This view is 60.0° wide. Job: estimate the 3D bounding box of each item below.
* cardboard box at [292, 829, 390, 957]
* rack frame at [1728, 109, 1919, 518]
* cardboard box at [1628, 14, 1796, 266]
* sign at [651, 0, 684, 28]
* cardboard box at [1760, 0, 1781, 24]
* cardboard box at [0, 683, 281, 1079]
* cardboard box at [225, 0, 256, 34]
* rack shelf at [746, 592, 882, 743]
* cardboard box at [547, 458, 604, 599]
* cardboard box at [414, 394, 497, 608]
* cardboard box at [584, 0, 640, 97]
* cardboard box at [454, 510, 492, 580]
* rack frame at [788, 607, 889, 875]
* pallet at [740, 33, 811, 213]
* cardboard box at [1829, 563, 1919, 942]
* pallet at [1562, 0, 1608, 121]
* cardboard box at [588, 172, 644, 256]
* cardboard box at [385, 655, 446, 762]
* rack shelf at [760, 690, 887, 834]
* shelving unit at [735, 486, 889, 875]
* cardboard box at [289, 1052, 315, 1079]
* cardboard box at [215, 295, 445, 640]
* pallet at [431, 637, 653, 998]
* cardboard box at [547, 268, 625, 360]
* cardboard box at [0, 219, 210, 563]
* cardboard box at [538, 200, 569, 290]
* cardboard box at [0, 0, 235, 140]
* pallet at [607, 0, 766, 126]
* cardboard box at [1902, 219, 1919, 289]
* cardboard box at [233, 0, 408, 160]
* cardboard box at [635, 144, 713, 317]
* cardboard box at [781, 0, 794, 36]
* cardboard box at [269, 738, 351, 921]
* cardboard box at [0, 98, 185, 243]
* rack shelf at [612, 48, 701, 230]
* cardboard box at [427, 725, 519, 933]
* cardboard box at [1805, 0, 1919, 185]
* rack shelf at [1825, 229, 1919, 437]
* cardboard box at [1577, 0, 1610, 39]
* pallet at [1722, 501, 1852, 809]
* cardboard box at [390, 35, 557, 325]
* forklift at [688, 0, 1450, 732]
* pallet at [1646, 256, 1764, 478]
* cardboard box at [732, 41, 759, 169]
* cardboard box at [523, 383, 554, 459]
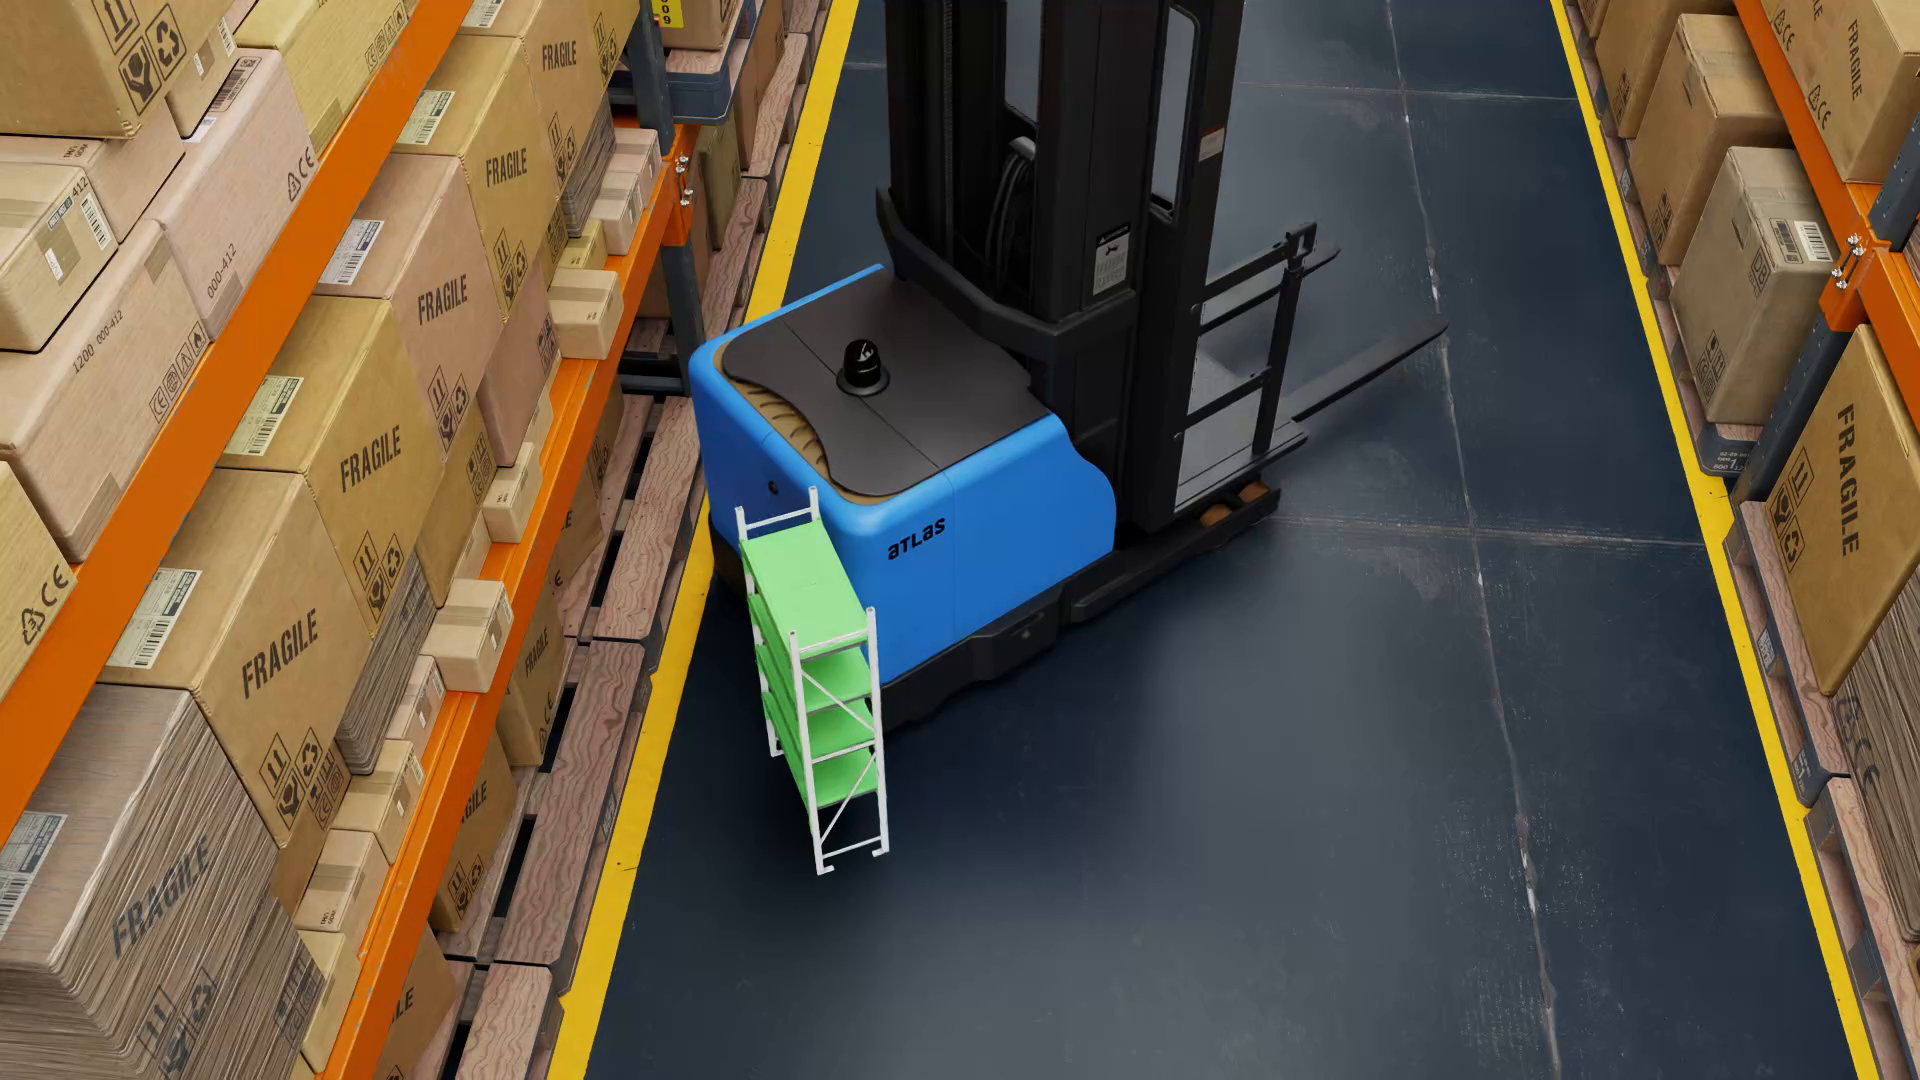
[{"bbox_3d":[-1.502,0.776,3.678,0.380,0.149,0.250,4,48,4],"label":"cardboard box"},{"bbox_3d":[3.448,-1.097,5.221,1.000,3.000,0.127,4,48,4],"label":"rack frame"},{"bbox_3d":[3.507,-1.650,6.967,1.050,0.750,0.750,4,48,4],"label":"cardboard box"},{"bbox_3d":[-0.941,-1.766,5.246,0.100,0.325,0.005,4,48,4],"label":"sign"},{"bbox_3d":[3.321,-2.275,6.230,0.500,0.500,0.500,4,48,4],"label":"cardboard box"},{"bbox_3d":[-1.525,0.577,2.742,0.500,0.500,0.500,4,48,4],"label":"cardboard box"},{"bbox_3d":[-1.463,-0.988,2.920,0.380,0.149,0.250,3,48,3],"label":"cardboard box"},{"bbox_3d":[-0.432,0.335,4.892,0.258,0.148,0.480,-16,50,-15],"label":"rack shelf"},{"bbox_3d":[-1.603,-0.090,5.709,0.500,0.500,0.500,18,50,16],"label":"cardboard box"},{"bbox_3d":[-1.697,-0.209,4.139,0.875,0.500,0.500,4,48,4],"label":"cardboard box"},{"bbox_3d":[-1.249,-1.627,4.759,0.500,0.500,0.500,4,48,4],"label":"cardboard box"},{"bbox_3d":[-1.459,0.038,4.353,0.380,0.149,0.250,4,48,4],"label":"cardboard box"},{"bbox_3d":[-0.342,0.621,4.869,0.240,1.200,0.015,-16,50,-15],"label":"rack frame"},{"bbox_3d":[-1.304,-2.035,7.968,1.003,0.211,1.213,4,48,4],"label":"pallet"},{"bbox_3d":[3.243,0.599,4.825,0.875,0.875,0.875,4,48,4],"label":"cardboard box"},{"bbox_3d":[3.666,-2.521,8.413,1.003,0.211,1.213,4,48,4],"label":"pallet"},{"bbox_3d":[-1.241,-1.059,5.356,0.380,0.149,0.250,4,48,4],"label":"cardboard box"},{"bbox_3d":[-1.476,0.407,4.015,0.380,0.149,0.250,4,48,4],"label":"cardboard box"},{"bbox_3d":[-0.432,0.659,5.246,0.258,0.148,0.480,-16,50,-15],"label":"rack shelf"},{"bbox_3d":[-0.432,0.454,5.022,0.258,1.200,0.503,-16,50,-15],"label":"shelving unit"},{"bbox_3d":[-1.541,1.144,3.342,0.380,0.149,0.250,4,48,4],"label":"cardboard box"},{"bbox_3d":[-1.428,-0.157,3.414,0.500,0.500,0.500,4,48,4],"label":"cardboard box"},{"bbox_3d":[-1.617,0.831,5.347,1.003,0.211,1.213,4,48,4],"label":"pallet"},{"bbox_3d":[-1.236,-0.688,5.017,0.380,0.149,0.250,4,48,4],"label":"cardboard box"},{"bbox_3d":[-1.505,-0.243,2.509,0.500,0.250,0.500,3,48,3],"label":"cardboard box"},{"bbox_3d":[-1.665,-0.947,4.814,0.875,0.500,0.500,4,48,4],"label":"cardboard box"},{"bbox_3d":[-1.442,-0.953,2.448,0.500,0.500,0.500,4,48,3],"label":"cardboard box"},{"bbox_3d":[-1.268,-1.992,6.169,1.003,0.211,1.213,4,48,4],"label":"pallet"},{"bbox_3d":[3.426,-0.876,4.916,0.875,0.550,0.550,4,48,4],"label":"cardboard box"},{"bbox_3d":[-1.413,-0.990,3.191,0.500,0.250,0.500,5,48,5],"label":"cardboard box"},{"bbox_3d":[-1.405,-1.259,6.765,0.700,0.500,0.500,1,48,1],"label":"cardboard box"},{"bbox_3d":[-1.197,-2.847,8.217,0.700,0.500,0.500,0,48,0],"label":"cardboard box"},{"bbox_3d":[-1.843,0.523,3.470,0.875,0.500,0.500,4,48,4],"label":"cardboard box"},{"bbox_3d":[-1.449,-0.600,2.565,0.380,0.149,0.250,4,48,3],"label":"cardboard box"},{"bbox_3d":[-1.300,-2.732,7.203,1.077,0.370,4.000,4,48,4],"label":"rack shelf"},{"bbox_3d":[-1.677,0.778,4.915,0.500,0.500,0.500,8,48,7],"label":"cardboard box"},{"bbox_3d":[3.229,-1.532,5.551,0.500,0.500,0.500,4,48,3],"label":"cardboard box"},{"bbox_3d":[3.266,0.616,4.142,1.077,0.370,4.000,4,48,4],"label":"rack shelf"},{"bbox_3d":[3.667,-2.977,8.180,1.050,0.750,0.750,3,48,3],"label":"cardboard box"},{"bbox_3d":[3.301,0.398,5.743,1.003,0.211,1.213,4,48,4],"label":"pallet"},{"bbox_3d":[-1.340,-0.892,4.086,0.500,0.500,0.500,4,48,4],"label":"cardboard box"},{"bbox_3d":[0.586,-1.246,5.403,3.031,2.935,1.130,-29,54,-24],"label":"forklift"},{"bbox_3d":[3.443,-0.728,6.773,1.003,0.211,1.213,4,48,4],"label":"pallet"},{"bbox_3d":[-1.292,-2.020,7.460,0.700,0.500,0.500,0,48,0],"label":"cardboard box"},{"bbox_3d":[-1.372,-0.327,4.687,0.380,0.149,0.250,4,48,4],"label":"cardboard box"}]
